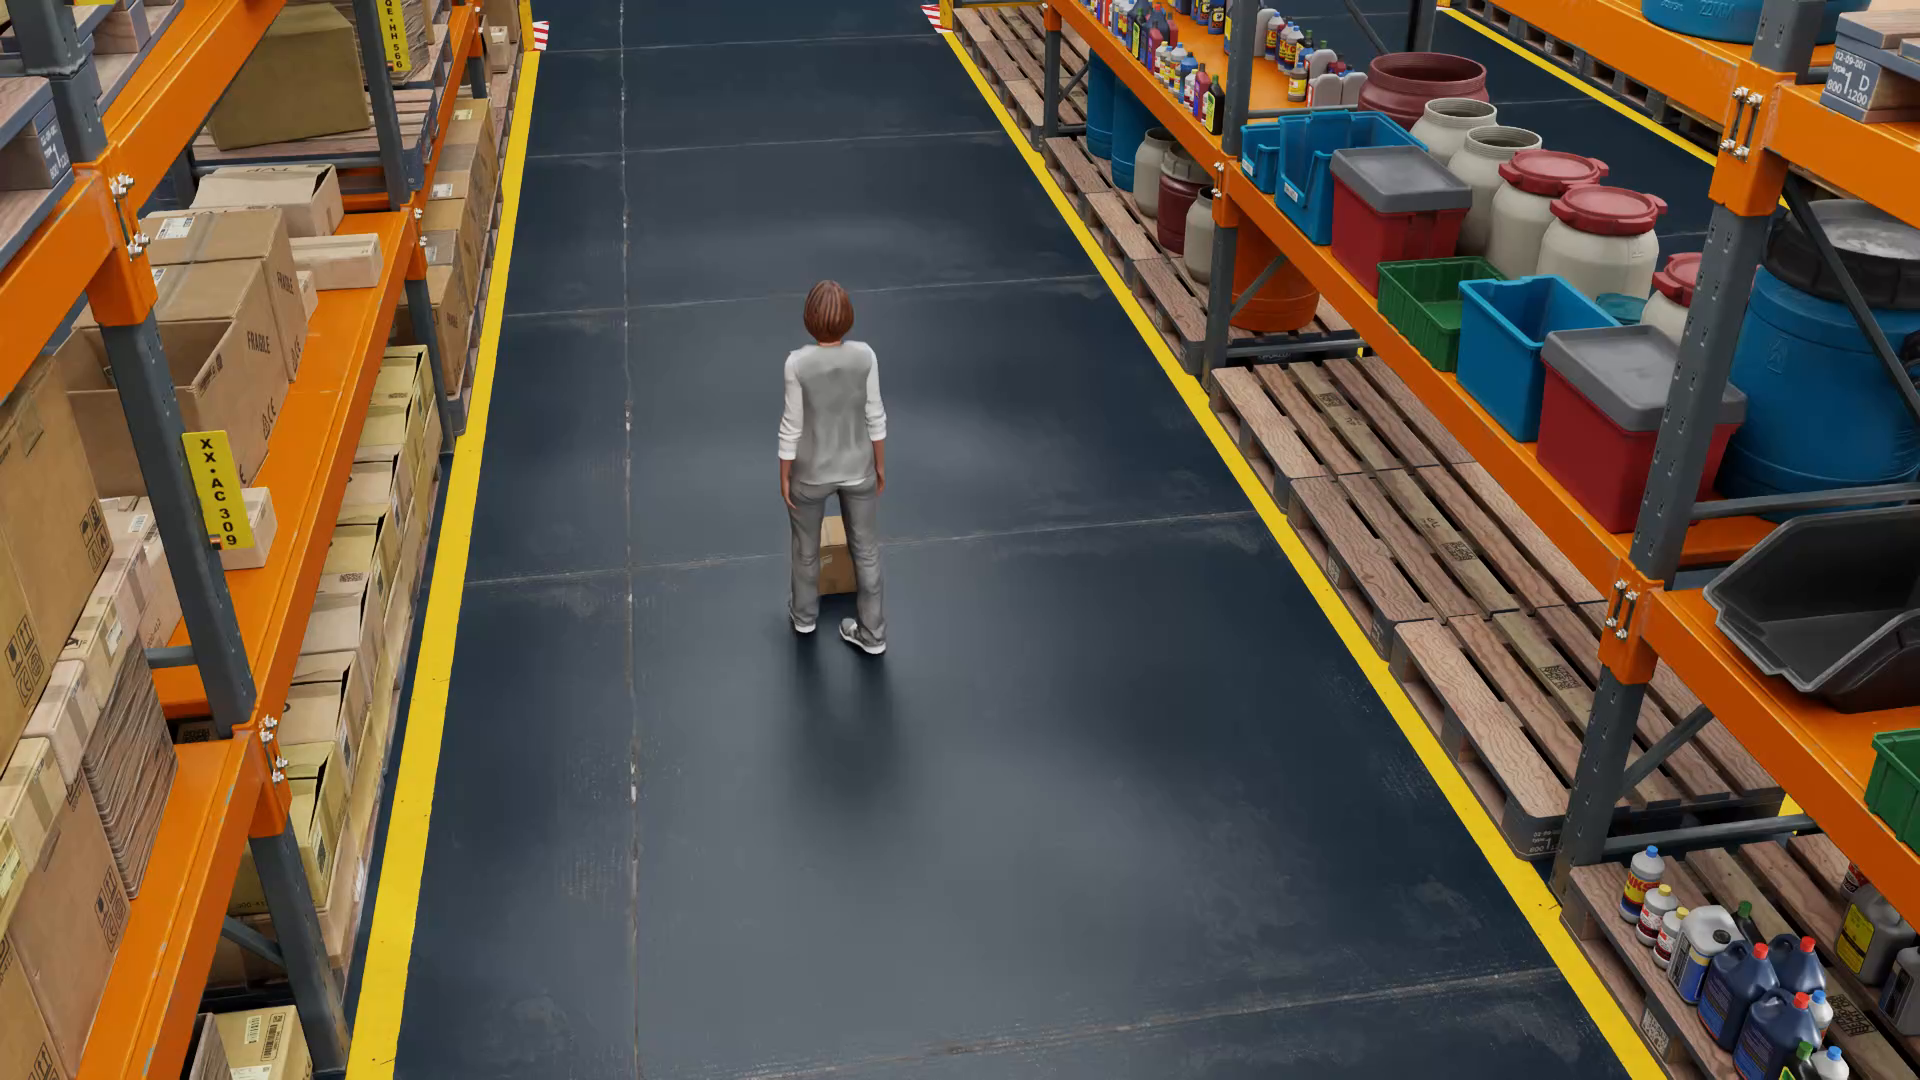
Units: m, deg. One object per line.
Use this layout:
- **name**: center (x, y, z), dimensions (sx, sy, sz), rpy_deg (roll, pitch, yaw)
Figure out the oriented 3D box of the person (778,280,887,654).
- **person**: center (-0.521, -0.250, 6.654), dimensions (0.431, 1.488, 0.538), rpy_deg (-9, 32, -15)
